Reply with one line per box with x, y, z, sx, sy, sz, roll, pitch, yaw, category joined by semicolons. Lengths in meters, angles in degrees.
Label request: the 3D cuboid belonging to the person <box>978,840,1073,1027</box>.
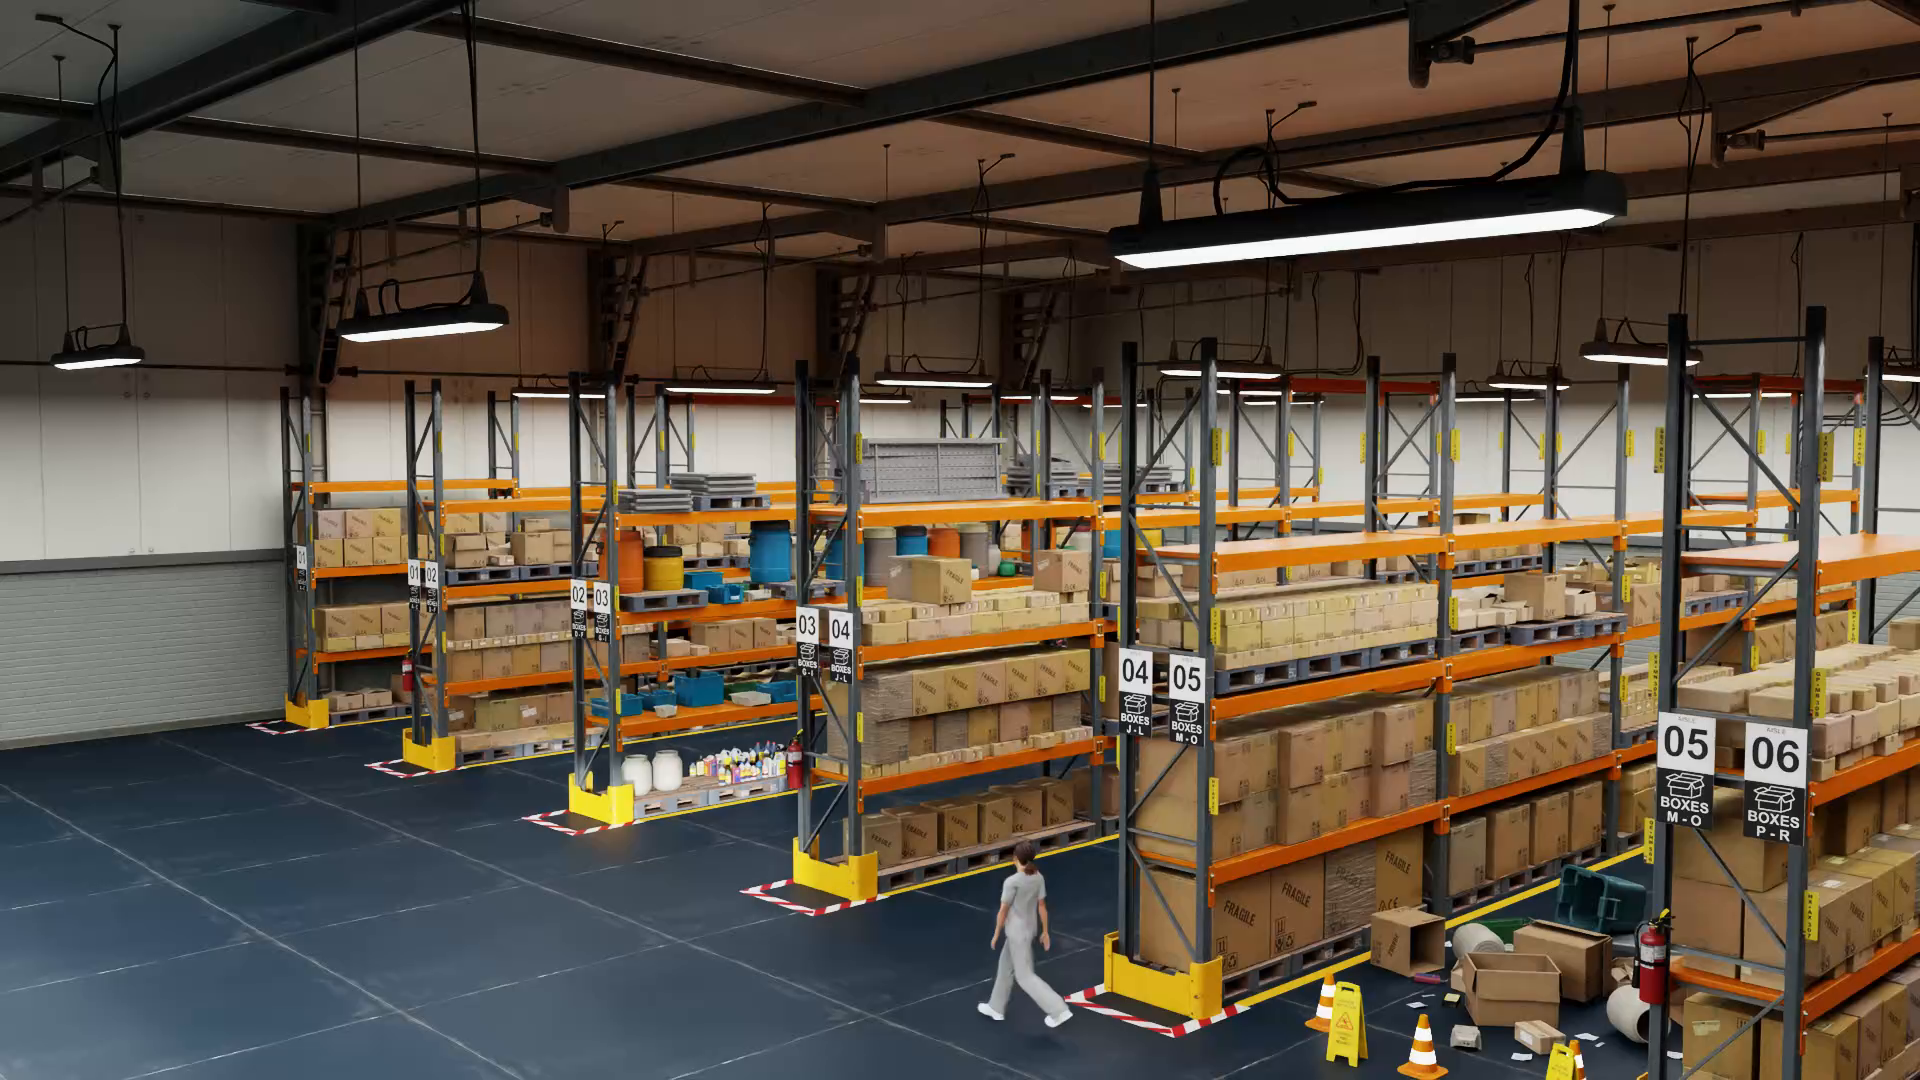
0.528;3.548;14.454;0.940;1.384;0.423;2;4;23;person
